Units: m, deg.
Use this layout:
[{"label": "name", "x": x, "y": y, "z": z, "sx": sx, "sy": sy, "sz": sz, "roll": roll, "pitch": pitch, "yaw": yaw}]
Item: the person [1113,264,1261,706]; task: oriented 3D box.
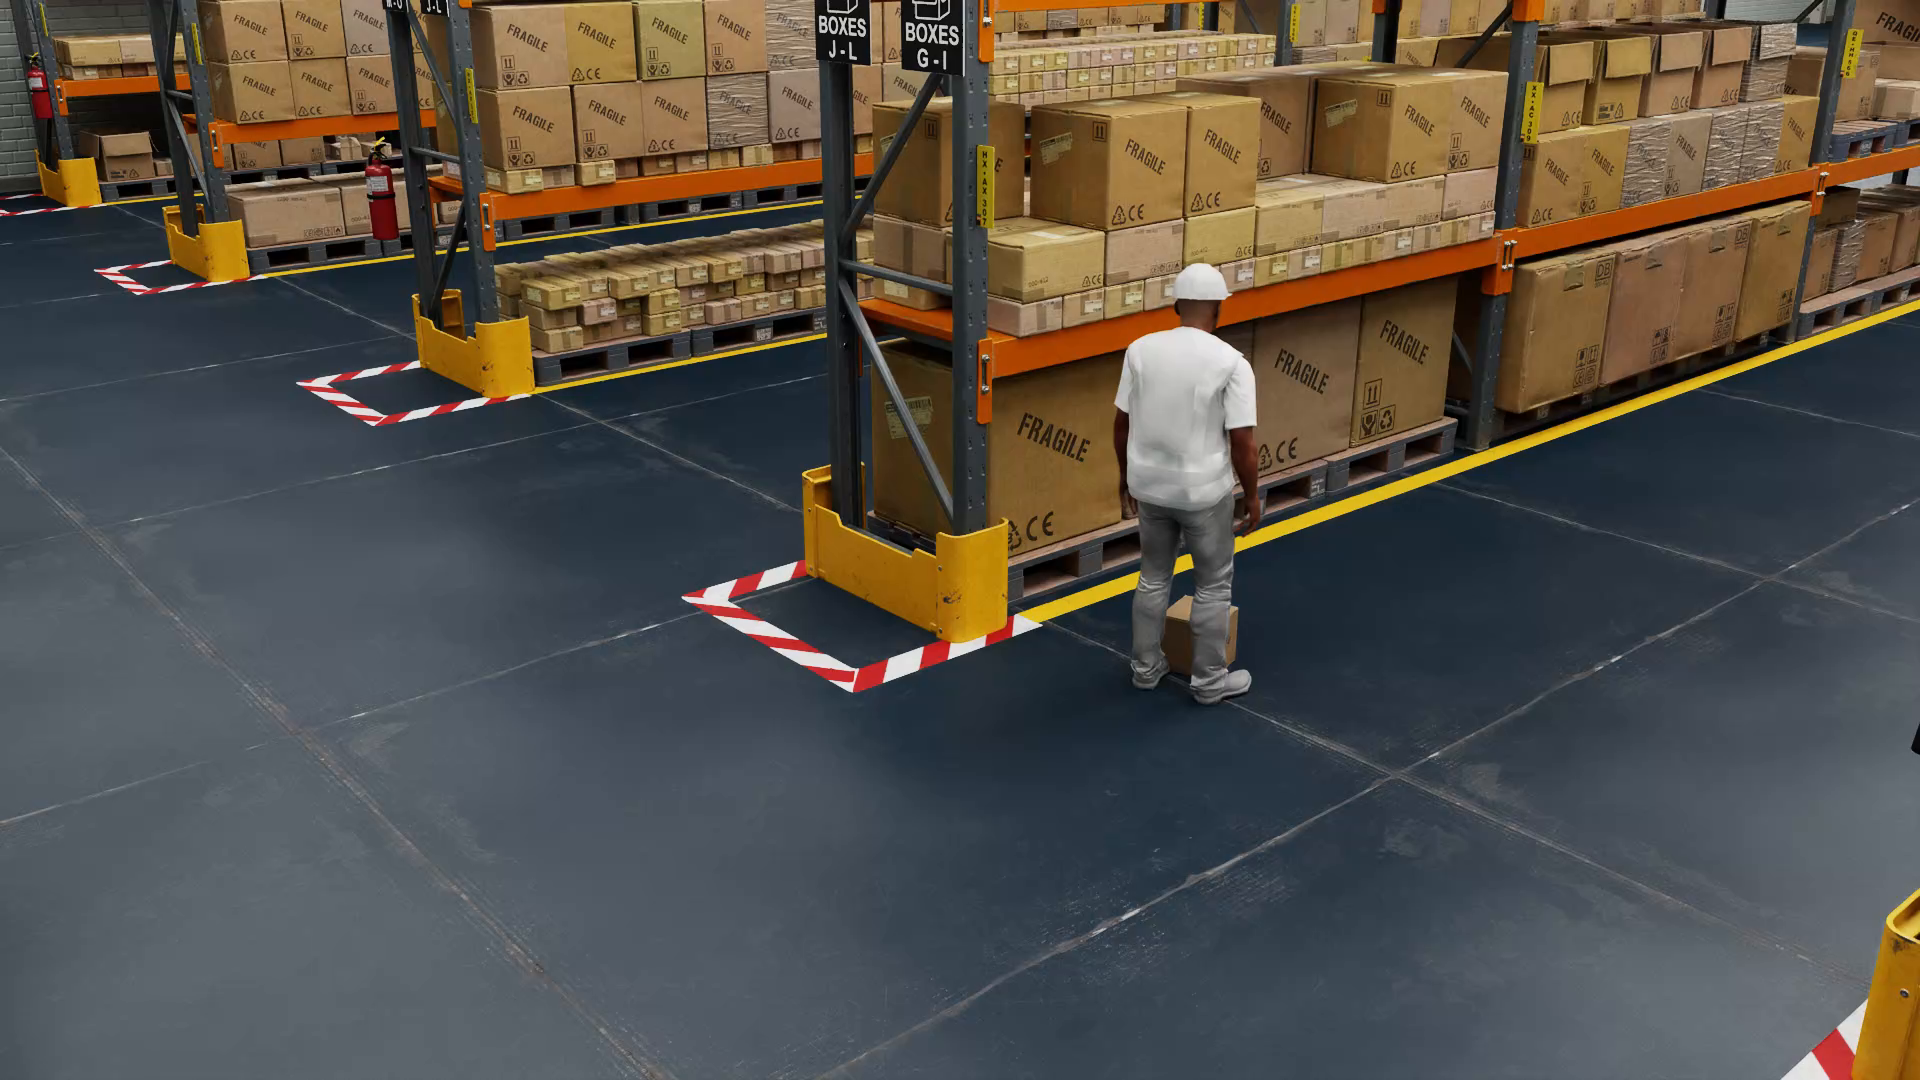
[{"label": "person", "x": 0.907, "y": -0.214, "z": 6.624, "sx": 0.626, "sy": 1.756, "sz": 0.461, "roll": 14, "pitch": 25, "yaw": 32}]
